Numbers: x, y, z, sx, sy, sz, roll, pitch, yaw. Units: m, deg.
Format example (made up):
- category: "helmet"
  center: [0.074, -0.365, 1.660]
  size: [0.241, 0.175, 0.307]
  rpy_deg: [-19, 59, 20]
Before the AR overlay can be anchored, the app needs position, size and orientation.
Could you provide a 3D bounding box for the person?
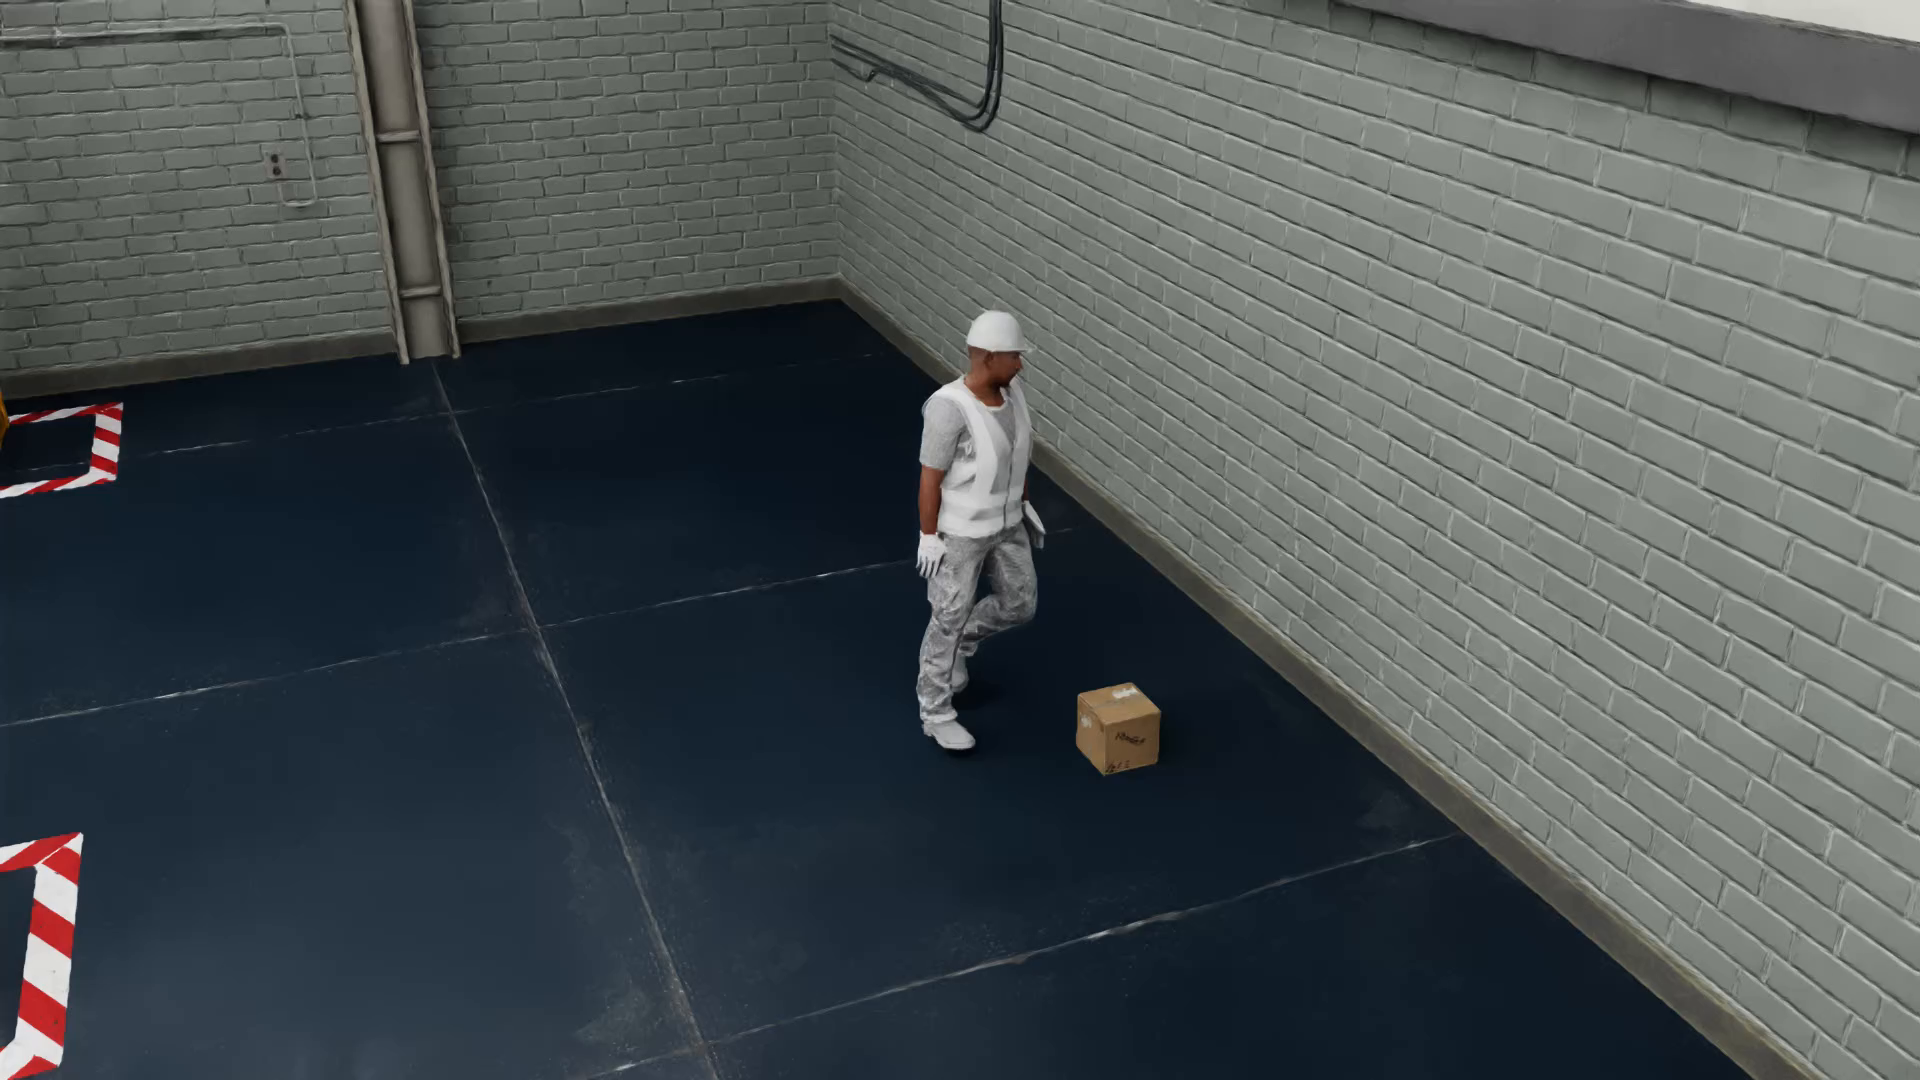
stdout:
- category: "person"
  center: [0.028, -0.068, 6.720]
  size: [0.518, 1.769, 0.631]
  rpy_deg: [21, 33, 37]
